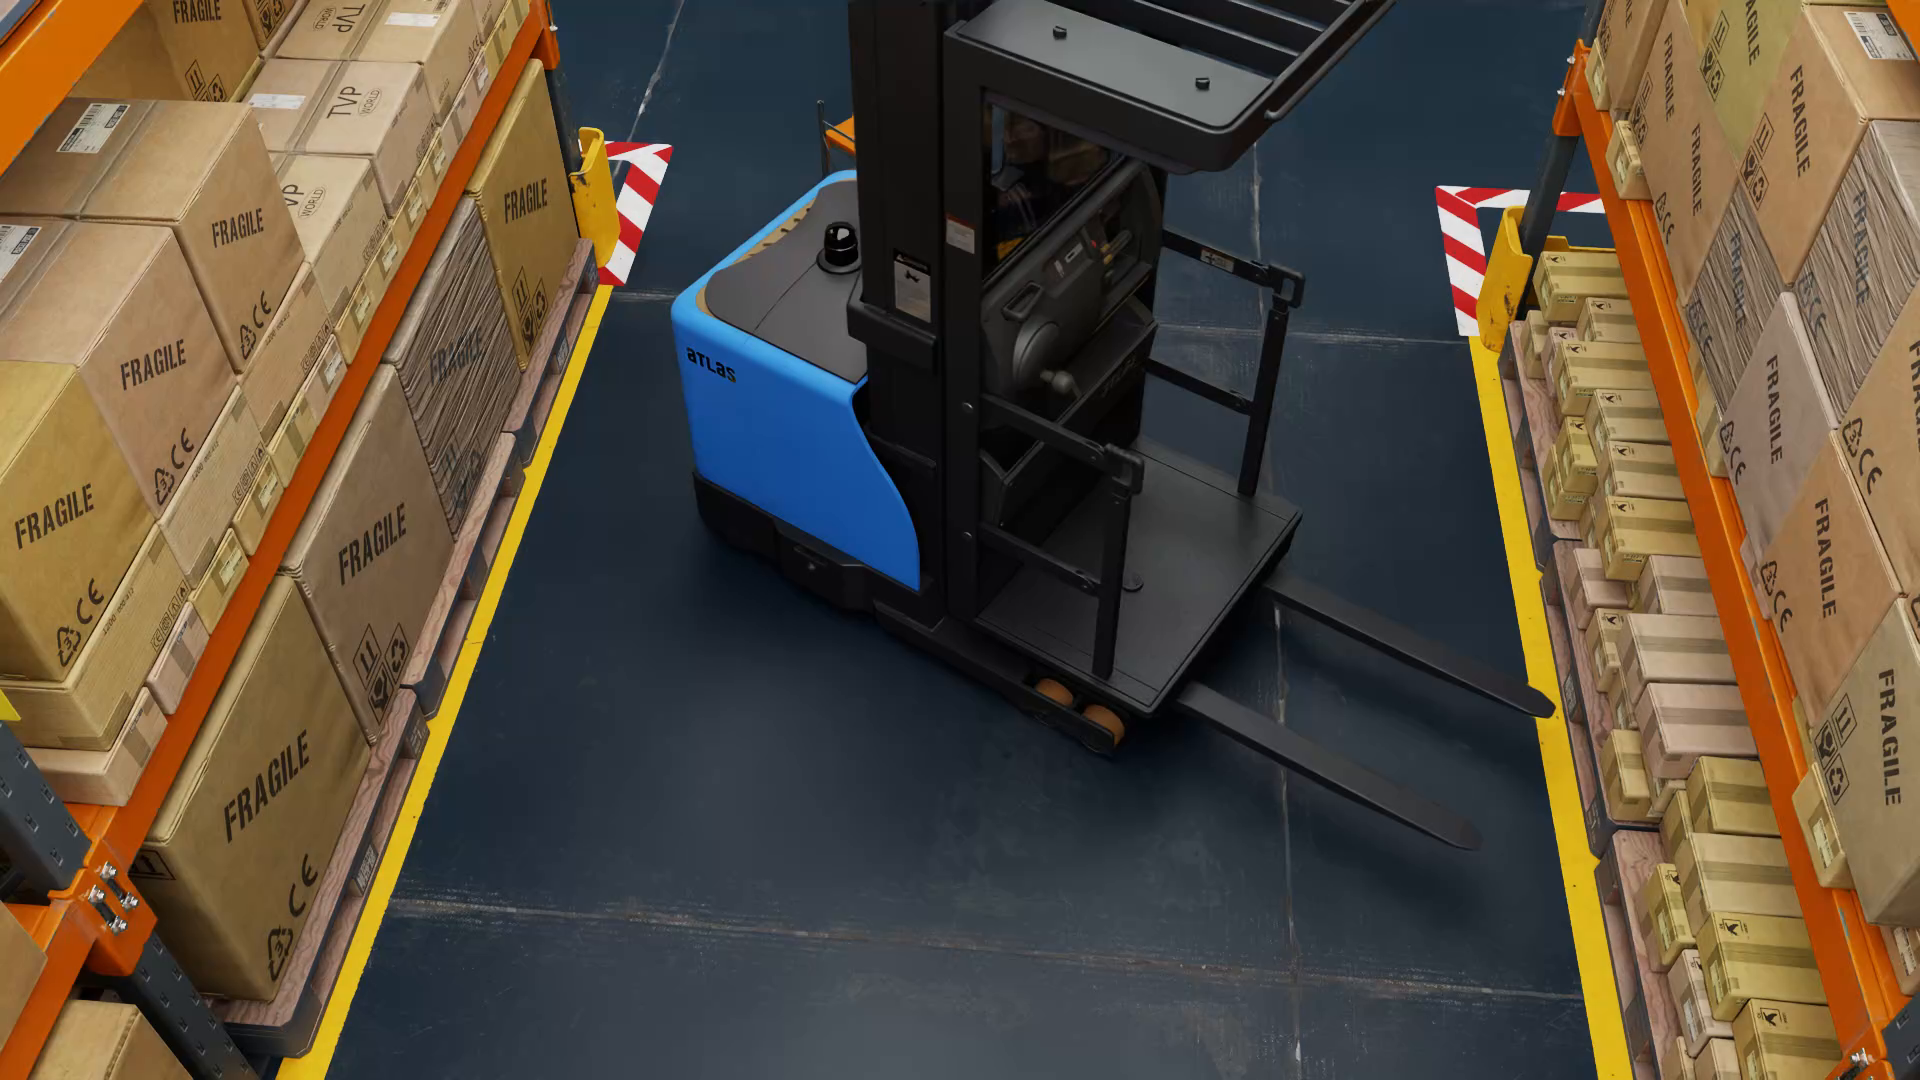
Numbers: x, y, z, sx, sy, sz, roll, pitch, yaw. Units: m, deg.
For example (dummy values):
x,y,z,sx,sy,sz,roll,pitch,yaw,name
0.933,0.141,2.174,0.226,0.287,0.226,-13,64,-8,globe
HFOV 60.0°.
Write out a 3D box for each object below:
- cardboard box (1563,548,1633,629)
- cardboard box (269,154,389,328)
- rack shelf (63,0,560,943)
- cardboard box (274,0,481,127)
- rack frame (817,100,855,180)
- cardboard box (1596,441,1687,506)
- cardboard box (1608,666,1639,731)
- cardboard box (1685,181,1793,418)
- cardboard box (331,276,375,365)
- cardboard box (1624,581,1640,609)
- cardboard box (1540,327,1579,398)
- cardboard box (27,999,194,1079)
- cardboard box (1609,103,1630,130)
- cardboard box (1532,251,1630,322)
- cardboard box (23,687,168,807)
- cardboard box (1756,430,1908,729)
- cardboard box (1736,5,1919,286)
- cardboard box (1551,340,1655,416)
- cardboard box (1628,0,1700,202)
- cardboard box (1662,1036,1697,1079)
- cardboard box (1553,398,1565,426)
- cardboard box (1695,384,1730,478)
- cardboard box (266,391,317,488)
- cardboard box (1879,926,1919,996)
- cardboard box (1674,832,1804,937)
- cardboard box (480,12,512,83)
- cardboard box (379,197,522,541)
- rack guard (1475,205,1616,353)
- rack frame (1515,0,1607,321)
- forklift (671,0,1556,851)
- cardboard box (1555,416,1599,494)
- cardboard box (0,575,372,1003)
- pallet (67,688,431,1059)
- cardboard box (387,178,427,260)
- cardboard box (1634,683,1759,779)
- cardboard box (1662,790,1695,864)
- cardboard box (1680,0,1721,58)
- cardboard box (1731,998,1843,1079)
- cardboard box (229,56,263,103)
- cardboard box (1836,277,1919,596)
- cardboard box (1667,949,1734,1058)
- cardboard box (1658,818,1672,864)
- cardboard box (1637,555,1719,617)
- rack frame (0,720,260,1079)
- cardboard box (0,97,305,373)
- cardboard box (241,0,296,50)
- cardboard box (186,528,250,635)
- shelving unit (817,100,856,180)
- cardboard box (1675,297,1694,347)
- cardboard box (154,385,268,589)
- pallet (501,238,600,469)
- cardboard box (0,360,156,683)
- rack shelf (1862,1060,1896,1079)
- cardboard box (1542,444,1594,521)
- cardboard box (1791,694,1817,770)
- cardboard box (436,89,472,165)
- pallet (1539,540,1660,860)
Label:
x,y,z,sx,sy,sz,roll,pitch,yaw,name
2.305,0.172,5.707,0.380,0.149,0.250,2,48,2,cardboard box
-2.047,-0.898,4.939,0.500,0.250,0.500,4,48,4,cardboard box
-2.313,-0.640,5.290,1.077,0.370,4.000,4,48,4,rack shelf
-1.958,-1.655,5.631,0.500,0.250,0.500,3,48,3,cardboard box
-0.434,-1.143,6.482,0.015,1.200,0.240,-36,57,-28,rack frame
2.383,-0.184,5.630,0.380,0.149,0.250,6,48,5,cardboard box
2.316,0.556,5.356,0.380,0.149,0.250,5,48,4,cardboard box
2.362,-0.638,4.532,0.500,0.500,0.500,3,48,3,cardboard box
-1.997,-0.669,4.999,0.380,0.149,0.250,3,48,2,cardboard box
2.436,0.111,5.561,0.380,0.149,0.250,6,48,6,cardboard box
2.415,-0.659,6.266,0.380,0.149,0.250,4,48,3,cardboard box
-2.534,1.634,3.878,1.225,0.875,0.875,4,48,4,cardboard box
2.461,-1.454,5.717,0.380,0.149,0.250,5,48,5,cardboard box
2.413,-0.963,6.342,0.380,0.149,0.250,2,48,2,cardboard box
-2.137,0.477,3.951,0.380,0.149,0.250,4,48,4,cardboard box
2.246,0.105,3.852,0.500,0.500,0.500,3,48,2,cardboard box
2.342,-0.977,4.164,0.500,0.500,0.500,3,48,2,cardboard box
2.357,-0.575,5.988,0.380,0.149,0.250,4,48,3,cardboard box
2.460,-1.372,5.203,0.500,0.500,0.500,4,48,4,cardboard box
2.131,1.504,4.489,0.380,0.149,0.250,4,48,4,cardboard box
2.491,-0.563,6.379,0.380,0.149,0.250,4,48,3,cardboard box
2.299,-0.300,4.662,0.380,0.149,0.250,5,48,4,cardboard box
-2.044,-0.291,4.654,0.380,0.149,0.250,3,48,3,cardboard box
2.228,0.854,3.606,0.380,0.149,0.250,3,48,3,cardboard box
2.207,0.962,4.582,0.380,0.149,0.250,3,48,3,cardboard box
-1.857,-1.793,6.027,0.380,0.149,0.250,4,48,4,cardboard box
-2.192,-0.633,5.951,0.875,0.875,0.875,4,48,4,cardboard box
2.792,-1.045,6.867,1.175,0.500,0.348,4,48,4,rack guard
2.799,-1.944,5.996,1.000,3.000,0.127,4,48,4,rack frame
0.520,-0.725,4.927,3.031,2.935,1.130,27,53,23,forklift
2.349,-0.292,5.930,0.380,0.149,0.250,5,48,5,cardboard box
-2.355,0.683,4.748,0.875,0.875,0.875,4,48,4,cardboard box
-2.348,0.975,5.216,1.003,0.211,1.213,4,48,4,pallet
-1.950,-1.042,5.341,0.380,0.149,0.250,4,48,4,cardboard box
2.241,0.571,4.939,0.380,0.149,0.250,2,48,2,cardboard box
2.287,0.887,4.852,0.380,0.149,0.250,4,48,4,cardboard box
2.454,-1.733,4.855,0.500,0.500,0.500,5,48,5,cardboard box
2.208,1.336,4.240,0.380,0.149,0.250,5,48,5,cardboard box
-2.534,-1.316,5.321,0.500,0.250,0.500,2,48,2,cardboard box
2.250,-0.221,3.472,0.500,0.500,0.500,3,48,2,cardboard box
2.159,1.262,4.508,0.380,0.149,0.250,2,48,2,cardboard box
2.343,0.935,5.009,0.380,0.149,0.250,3,48,3,cardboard box
2.385,0.197,5.281,0.380,0.149,0.250,4,48,4,cardboard box
-2.492,0.587,3.680,0.949,2.616,0.053,4,48,4,rack frame
-2.102,-0.795,4.336,0.500,0.500,0.500,3,48,2,cardboard box
-2.489,-1.953,5.396,0.500,0.500,0.500,3,48,3,cardboard box
-2.090,0.090,4.305,0.380,0.149,0.250,5,48,5,cardboard box
-0.262,-1.270,6.598,0.503,1.200,0.258,-36,57,-28,shelving unit
2.397,-0.683,5.012,0.380,0.149,0.250,3,48,3,cardboard box
-2.141,-0.155,4.259,0.500,0.250,0.500,4,48,3,cardboard box
-2.126,-0.818,6.855,1.003,0.211,1.213,4,48,4,pallet
-2.197,-0.051,3.655,0.500,0.500,0.500,4,48,4,cardboard box
2.253,2.707,2.229,1.077,0.370,4.000,4,48,4,rack shelf
2.342,-0.199,6.047,0.380,0.149,0.250,4,48,4,cardboard box
2.227,0.465,3.962,0.380,0.149,0.250,6,48,5,cardboard box
-1.905,-1.424,5.690,0.380,0.149,0.250,5,48,4,cardboard box
2.569,0.541,5.612,1.003,0.211,1.213,4,48,4,pallet
